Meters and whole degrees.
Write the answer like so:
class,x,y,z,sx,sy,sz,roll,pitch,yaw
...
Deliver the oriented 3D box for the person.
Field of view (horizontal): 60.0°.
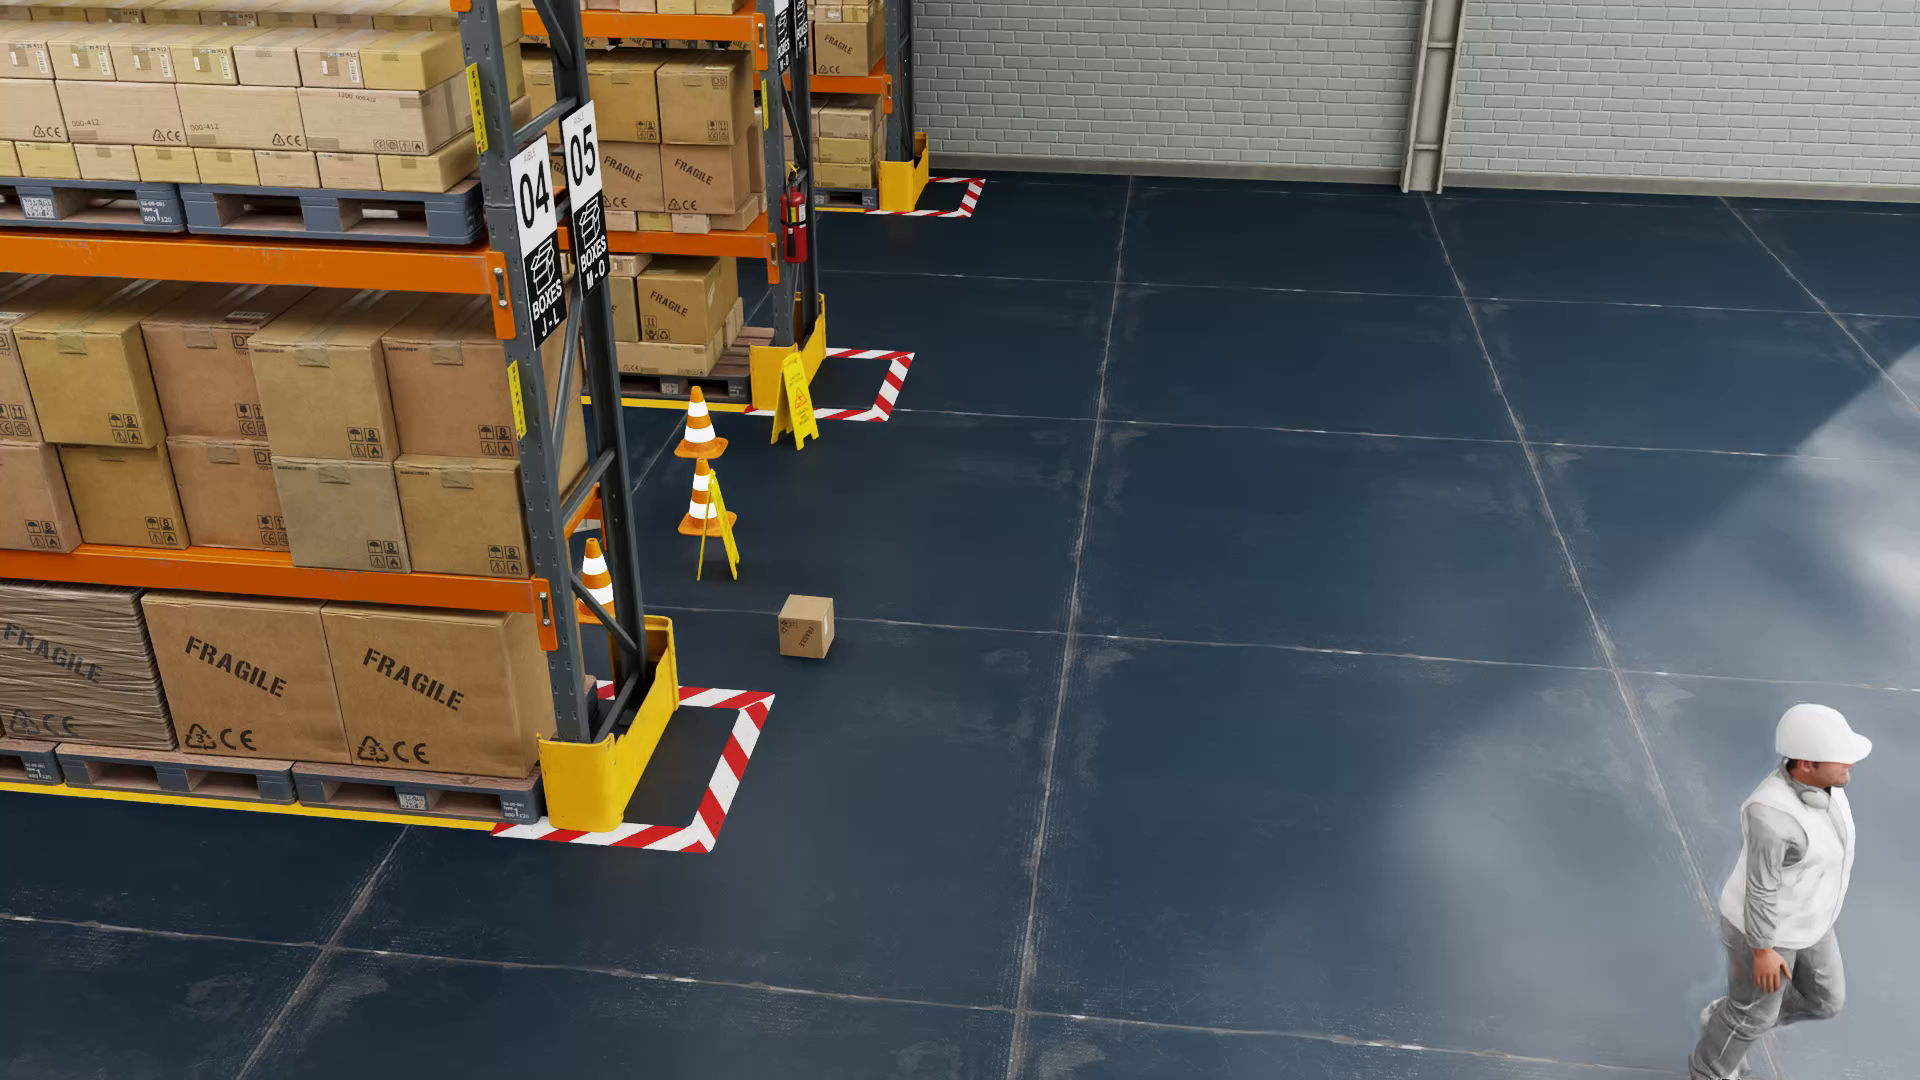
class,x,y,z,sx,sy,sz,roll,pitch,yaw
person,2.982,1.368,5.999,0.546,1.774,0.453,-24,36,-37
